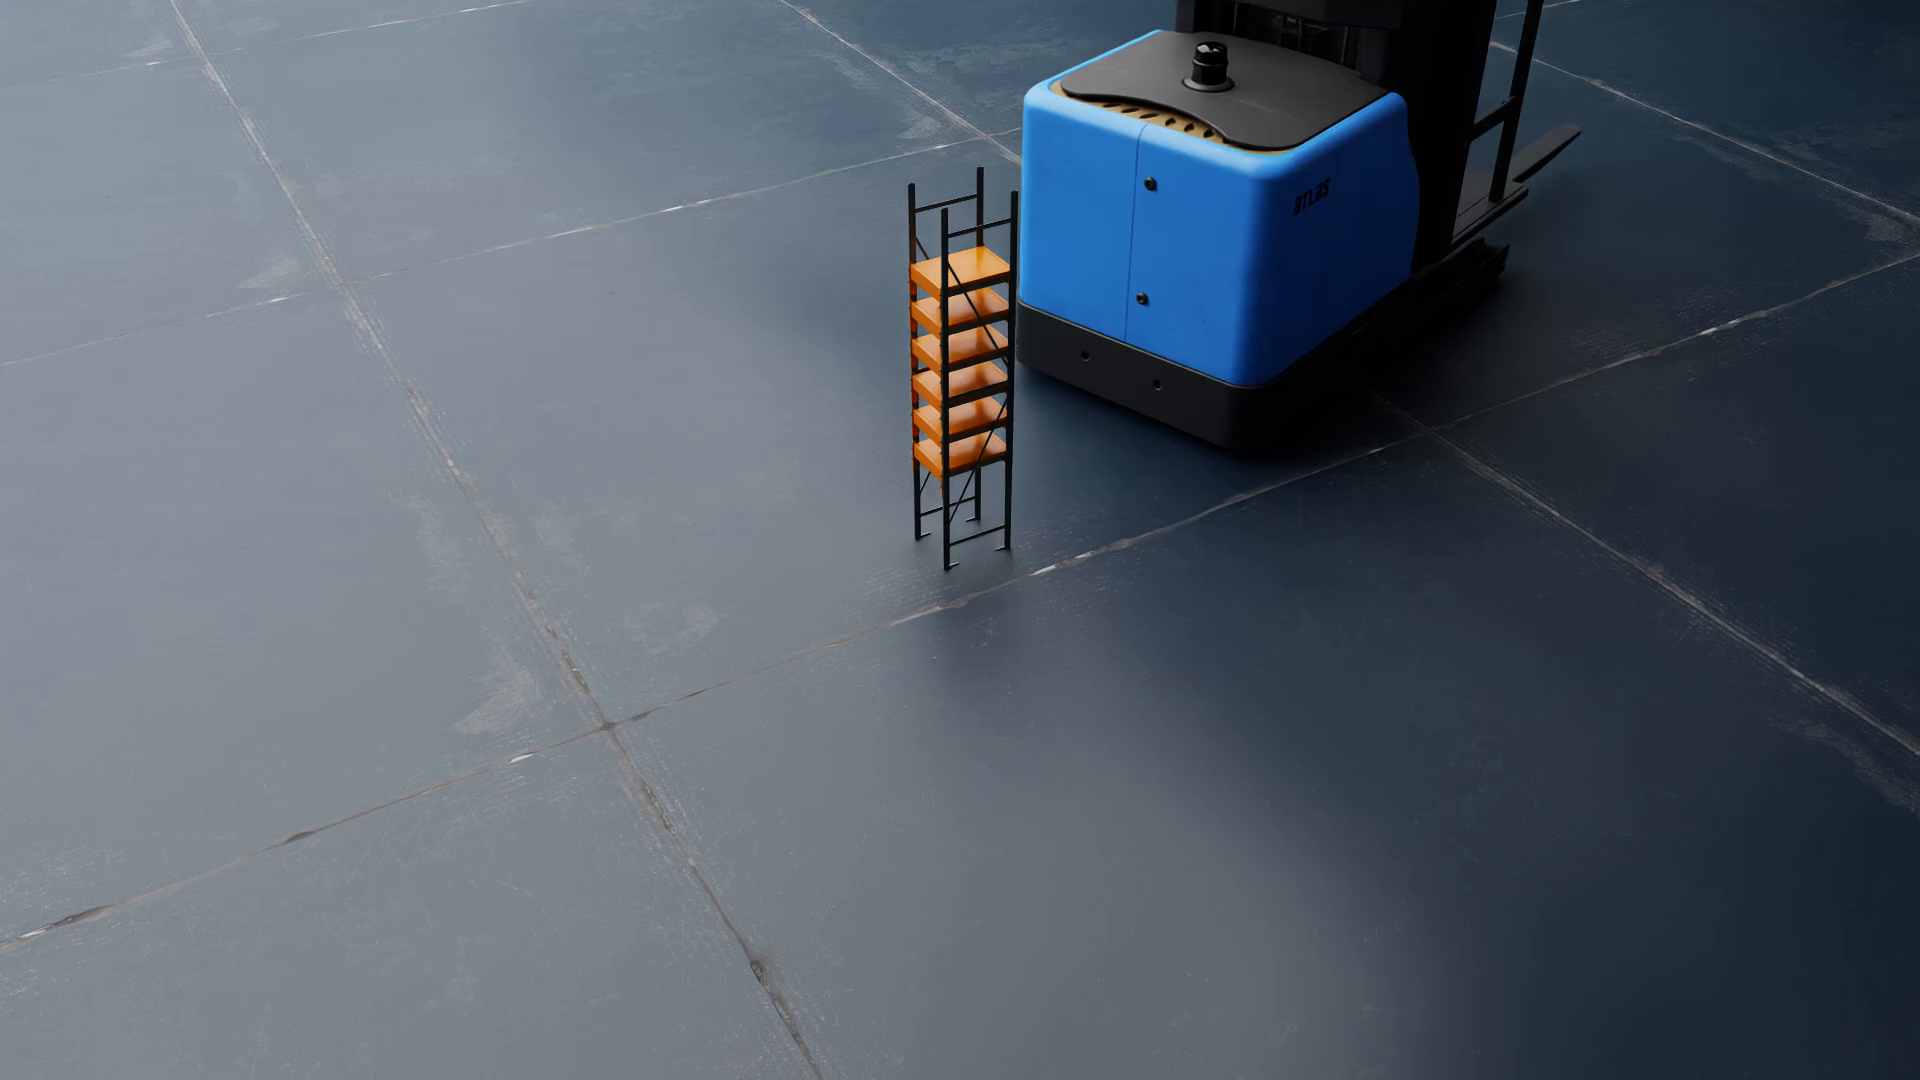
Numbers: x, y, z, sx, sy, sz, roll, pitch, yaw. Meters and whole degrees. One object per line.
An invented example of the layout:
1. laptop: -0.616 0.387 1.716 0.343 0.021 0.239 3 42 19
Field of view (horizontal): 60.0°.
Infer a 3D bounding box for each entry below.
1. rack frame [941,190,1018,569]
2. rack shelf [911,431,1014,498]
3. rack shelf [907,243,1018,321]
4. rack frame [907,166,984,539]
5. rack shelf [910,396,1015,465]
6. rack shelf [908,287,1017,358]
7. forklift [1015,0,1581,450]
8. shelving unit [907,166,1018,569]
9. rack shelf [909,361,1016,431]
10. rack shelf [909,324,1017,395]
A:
1. rack frame: 0.053 -0.430 4.822 0.240 1.200 0.006 -19 40 -24
2. rack shelf: 0.007 -0.247 5.054 0.258 0.103 0.180 -19 40 -24
3. rack shelf: 0.007 -0.732 4.700 0.258 0.103 0.180 -19 40 -24
4. rack frame: -0.039 -0.524 4.950 0.240 1.200 0.006 -19 40 -24
5. rack shelf: 0.007 -0.344 4.983 0.258 0.103 0.180 -19 40 -24
6. rack shelf: 0.007 -0.635 4.771 0.258 0.103 0.180 -19 40 -24
7. forklift: 1.527 -2.280 5.886 1.130 2.935 3.031 26 44 31
8. shelving unit: 0.007 -0.477 4.886 0.258 1.200 0.189 -19 40 -24
9. rack shelf: 0.007 -0.441 4.912 0.258 0.103 0.180 -19 40 -24
10. rack shelf: 0.007 -0.538 4.841 0.258 0.103 0.180 -19 40 -24
